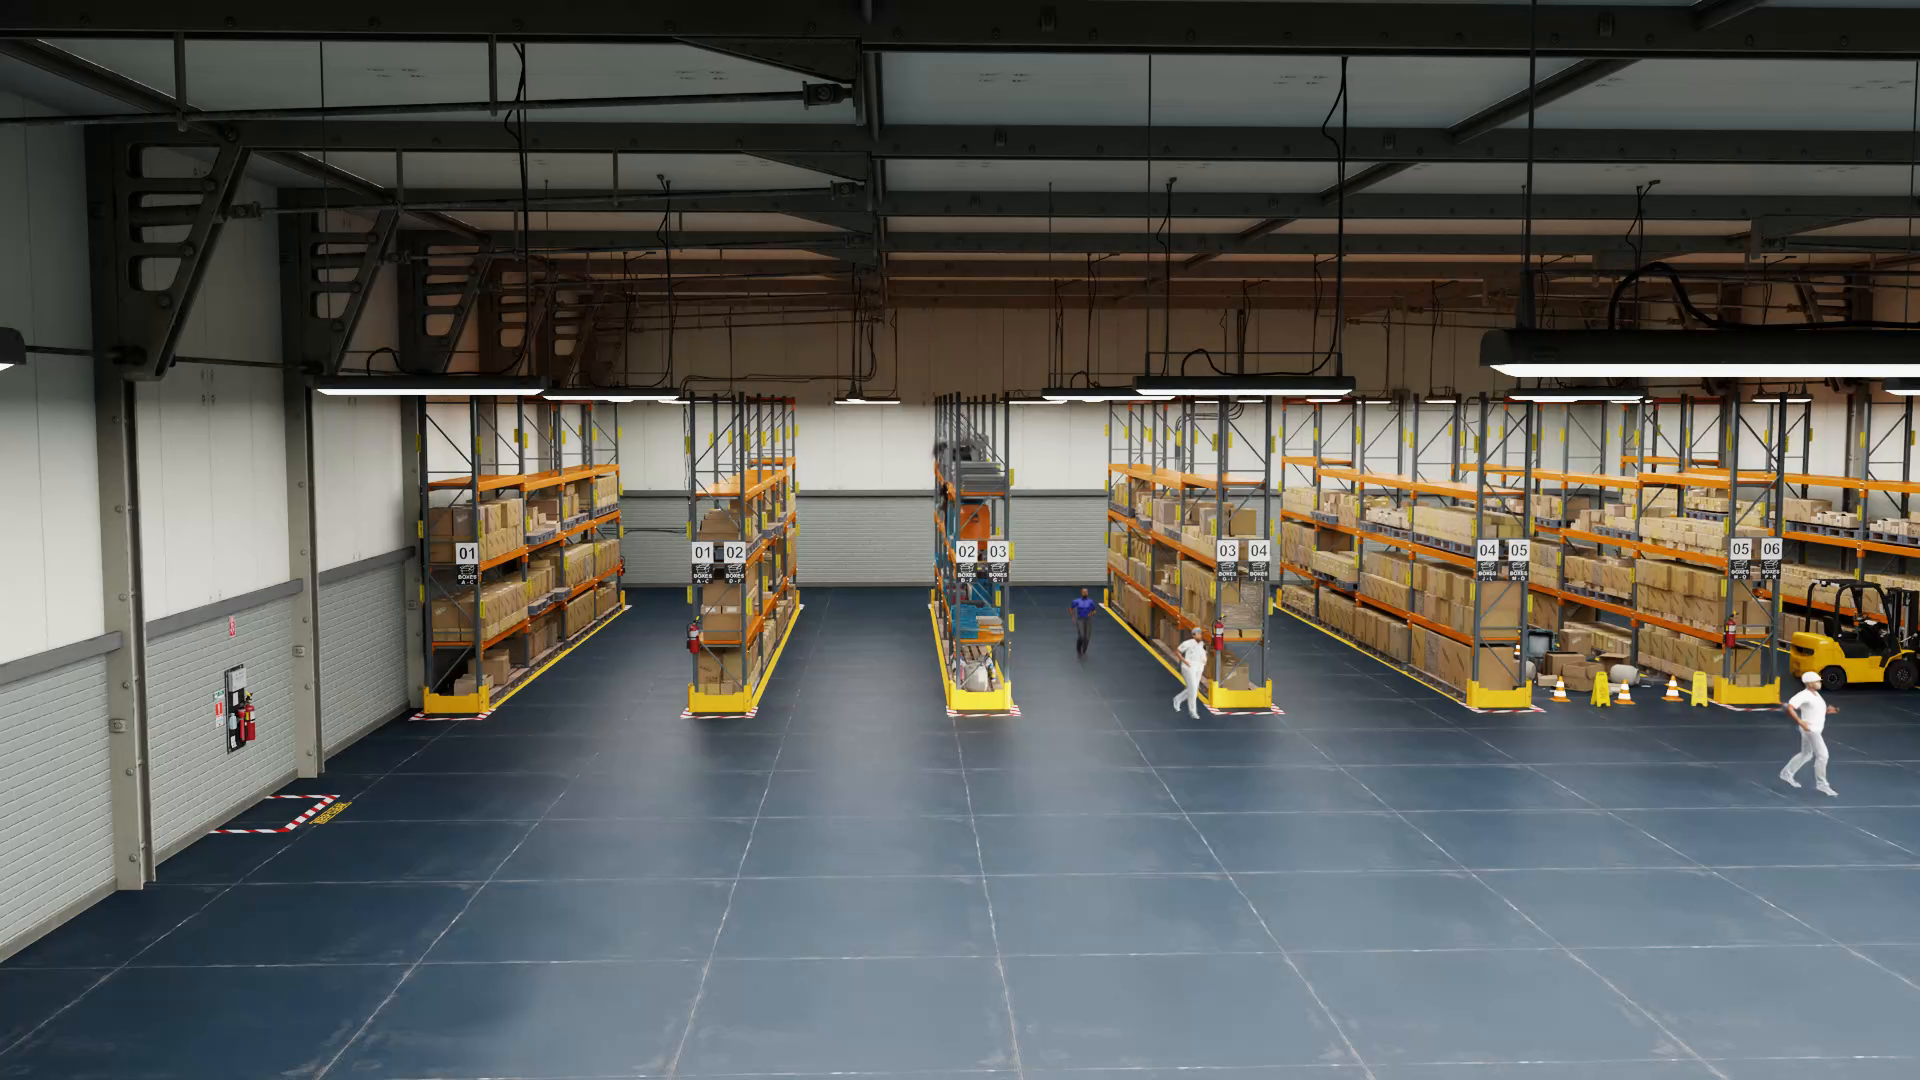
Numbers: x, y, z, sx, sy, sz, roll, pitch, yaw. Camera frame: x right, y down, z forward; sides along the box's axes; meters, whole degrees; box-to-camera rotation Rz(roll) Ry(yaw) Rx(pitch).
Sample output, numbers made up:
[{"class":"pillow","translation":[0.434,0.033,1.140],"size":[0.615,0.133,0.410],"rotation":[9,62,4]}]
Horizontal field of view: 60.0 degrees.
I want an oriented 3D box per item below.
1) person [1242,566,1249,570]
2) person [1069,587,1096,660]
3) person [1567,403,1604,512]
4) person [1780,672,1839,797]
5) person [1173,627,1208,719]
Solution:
[{"class":"person","translation":[7.901,1.086,47.854],"size":[0.819,1.598,0.554],"rotation":[2,5,27]},{"class":"person","translation":[2.799,1.893,37.553],"size":[0.555,1.642,0.652],"rotation":[-1,5,-11]},{"class":"person","translation":[11.794,-0.727,44.343],"size":[4.256,5.812,10.624],"rotation":[-1,5,-18]},{"class":"person","translation":[12.610,2.847,24.639],"size":[0.810,1.800,0.682],"rotation":[3,6,34]},{"class":"person","translation":[4.332,2.447,30.957],"size":[0.644,1.660,0.832],"rotation":[-3,5,-33]}]
